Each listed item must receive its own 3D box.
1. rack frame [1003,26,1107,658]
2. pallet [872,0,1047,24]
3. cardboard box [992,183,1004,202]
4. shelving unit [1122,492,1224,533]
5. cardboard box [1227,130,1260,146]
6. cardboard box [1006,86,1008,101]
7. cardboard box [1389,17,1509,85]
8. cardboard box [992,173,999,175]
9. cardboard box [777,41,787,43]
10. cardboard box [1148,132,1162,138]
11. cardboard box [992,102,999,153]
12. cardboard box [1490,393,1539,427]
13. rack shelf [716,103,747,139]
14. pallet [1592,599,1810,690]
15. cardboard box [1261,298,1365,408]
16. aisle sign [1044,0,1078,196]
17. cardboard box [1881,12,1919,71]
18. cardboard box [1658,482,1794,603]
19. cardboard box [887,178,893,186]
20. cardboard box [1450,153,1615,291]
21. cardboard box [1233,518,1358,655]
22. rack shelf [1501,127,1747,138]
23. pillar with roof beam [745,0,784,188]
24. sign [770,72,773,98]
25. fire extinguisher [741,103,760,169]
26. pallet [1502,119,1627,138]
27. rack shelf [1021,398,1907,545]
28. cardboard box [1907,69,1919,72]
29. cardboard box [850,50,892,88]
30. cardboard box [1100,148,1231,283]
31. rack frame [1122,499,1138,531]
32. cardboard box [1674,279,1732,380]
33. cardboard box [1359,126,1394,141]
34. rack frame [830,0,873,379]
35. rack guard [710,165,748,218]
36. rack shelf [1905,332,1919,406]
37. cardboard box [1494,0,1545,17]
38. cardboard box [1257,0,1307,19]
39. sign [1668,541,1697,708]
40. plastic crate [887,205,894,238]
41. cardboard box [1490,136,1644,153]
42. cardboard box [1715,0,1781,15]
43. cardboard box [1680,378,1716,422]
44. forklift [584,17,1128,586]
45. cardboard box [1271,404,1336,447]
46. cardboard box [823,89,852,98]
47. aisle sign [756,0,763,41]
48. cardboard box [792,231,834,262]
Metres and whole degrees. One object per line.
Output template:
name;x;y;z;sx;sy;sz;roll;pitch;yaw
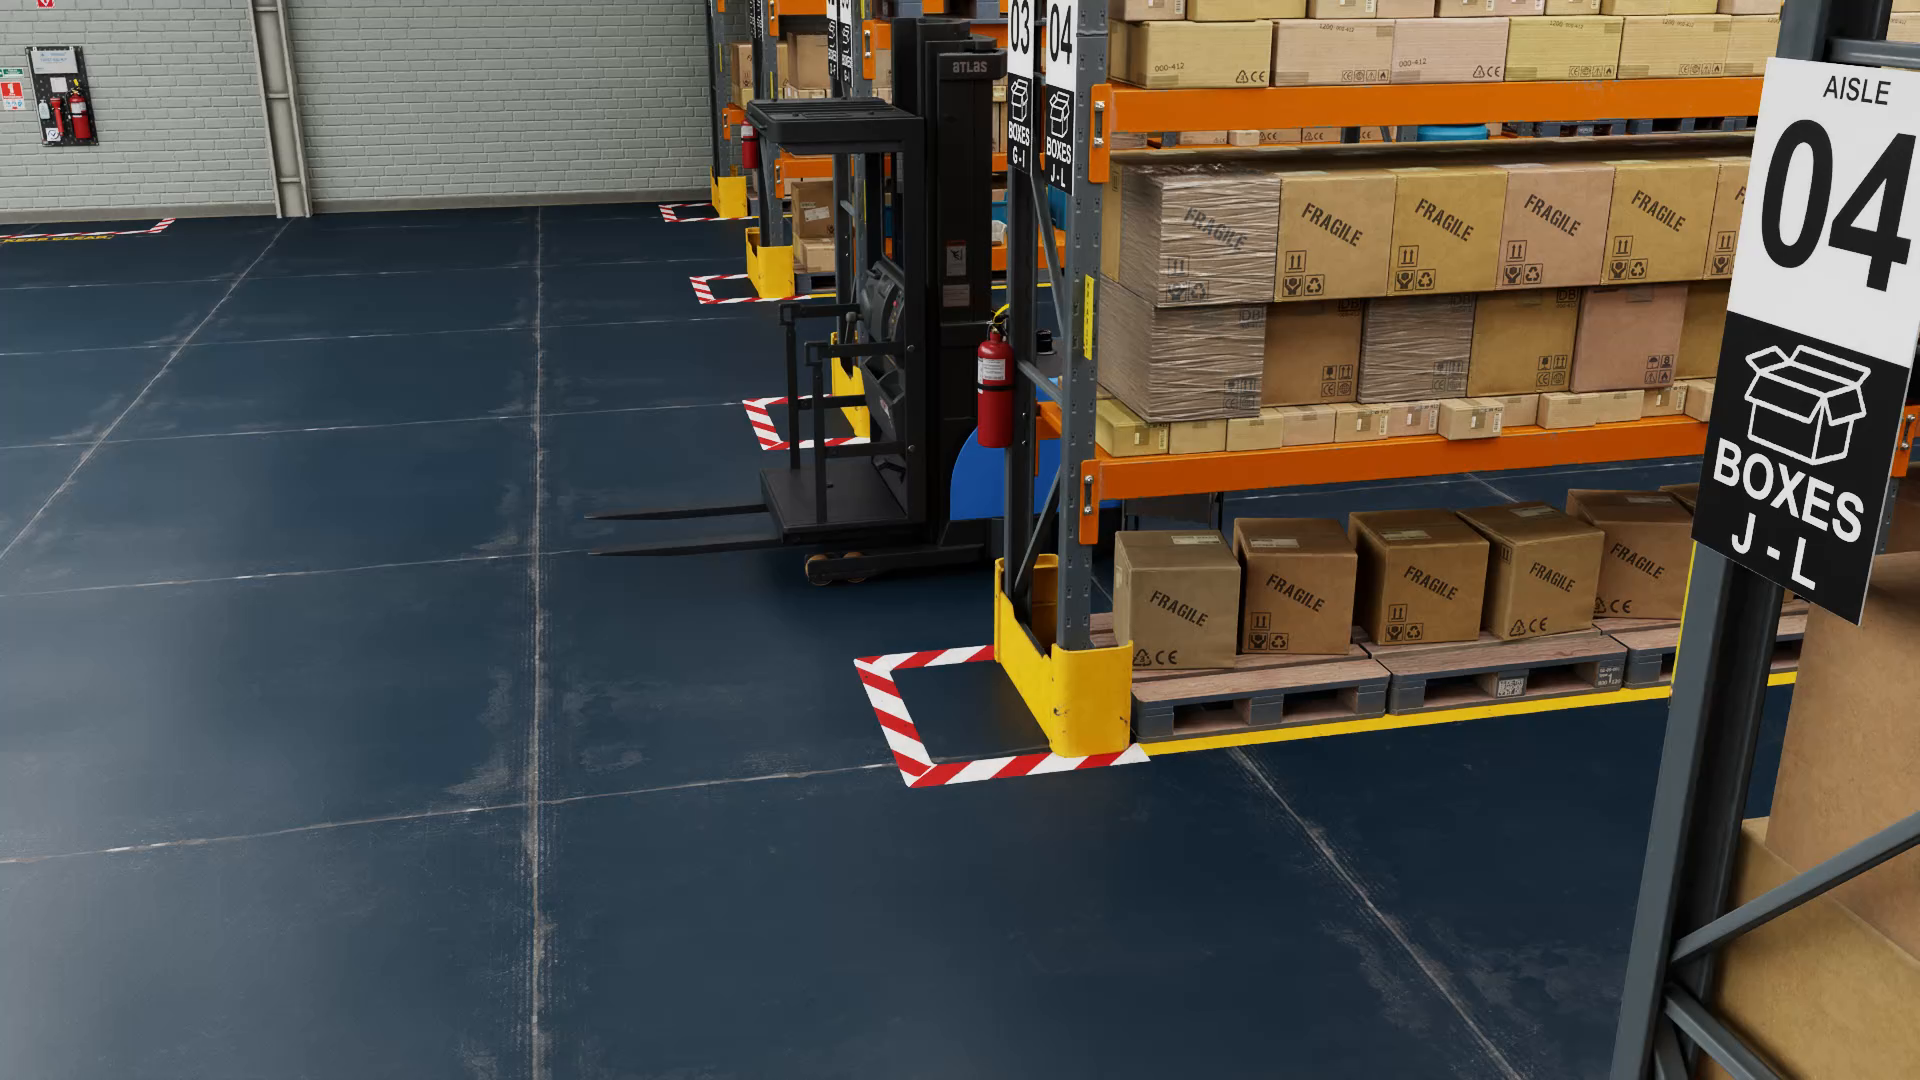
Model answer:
rack frame;0.385;-0.660;7.256;0.127;3.000;1.000;-5;21;-12
pallet;0.072;-3.671;11.388;1.213;0.211;1.003;-5;21;-12
cardboard box;0.142;-3.321;16.815;0.500;0.500;0.500;-5;21;-12
shelving unit;1.198;-0.850;9.082;0.503;2.100;0.431;6;21;16
cardboard box;2.911;-4.177;17.221;0.250;0.149;0.380;-5;21;-12
cardboard box;0.550;-4.451;16.517;0.250;0.149;0.380;-4;21;-11
cardboard box;1.896;-2.031;6.854;0.500;0.250;0.500;-5;21;-13
cardboard box;0.344;-4.775;21.968;0.250;0.166;0.380;-7;21;-20
cardboard box;-2.133;-6.070;21.124;0.500;0.500;0.500;-4;21;-12
cardboard box;2.504;-5.478;22.313;0.500;0.250;0.500;-5;21;-14
cardboard box;0.072;-4.180;16.718;0.500;0.500;0.700;-4;21;-11
cardboard box;2.412;-0.636;7.554;0.250;0.149;0.380;-5;21;-12
rack shelf;-1.089;-5.455;21.391;4.000;0.370;1.077;-5;21;-12
pallet;3.632;0.397;8.423;1.213;0.211;1.003;-5;21;-12
cardboard box;1.385;-0.961;7.499;0.500;0.500;0.875;-5;21;-12
aisle sign;0.393;-1.776;6.521;0.004;0.787;0.394;-5;21;-12
cardboard box;3.894;-2.191;7.293;0.500;0.250;0.500;-4;20;-10
cardboard box;3.879;0.018;8.428;0.500;0.500;0.500;-5;21;-14
cardboard box;-0.468;-3.461;17.198;0.500;0.500;0.500;-5;21;-12
cardboard box;2.442;-1.388;7.210;0.500;0.500;0.500;-5;21;-12
cardboard box;1.570;0.214;7.894;0.500;0.500;0.500;1;20;2
rack shelf;7.840;-4.430;18.594;4.000;0.370;1.077;-5;21;-12
pillar with roof beam;-1.562;-7.355;16.811;0.400;9.000;9.100;-5;21;-12
sign;-1.769;-4.234;15.638;0.005;0.325;0.100;-5;21;-12
fire extinguisher;-2.113;-4.086;16.721;0.183;0.674;0.296;-5;21;-12
pallet;6.537;-4.597;18.281;1.003;0.211;1.213;-5;21;-12
rack shelf;2.331;-0.481;7.812;4.000;0.370;1.077;-5;21;-12
cardboard box;1.673;-0.666;2.521;0.250;0.149;0.380;-5;21;-13
cardboard box;-0.872;-4.713;16.288;0.500;0.500;0.700;-5;21;-14
cardboard box;0.863;-1.443;7.360;0.500;0.500;0.500;-5;21;-12
rack frame;0.965;-0.875;9.150;0.015;2.100;0.400;6;21;16
cardboard box;3.330;-1.121;7.935;0.500;0.500;0.875;-5;21;-12
cardboard box;4.265;-4.518;17.643;0.500;0.500;0.500;-6;21;-15
rack frame;-0.755;-2.318;11.782;0.127;3.000;1.000;-5;21;-12
rack guard;-2.961;-4.467;21.281;0.348;0.500;1.175;-5;21;-12
rack shelf;3.374;-0.221;2.742;4.000;0.370;1.077;-5;21;-12
cardboard box;2.211;-2.257;6.892;0.250;0.149;0.380;-5;21;-13
cardboard box;1.198;-2.179;6.680;0.250;0.149;0.380;-5;21;-13
sign;1.316;0.170;2.961;0.005;0.325;0.100;-5;21;-12
plastic crate;-0.337;-2.388;12.189;0.616;0.251;0.499;-5;21;-12
cardboard box;2.808;-1.603;7.798;0.500;0.500;0.500;-5;21;-12
cardboard box;3.259;-2.310;7.037;0.250;0.149;0.380;-5;21;-14
cardboard box;3.415;-0.670;7.648;0.250;0.149;0.380;-5;21;-12
forklift;-0.612;-1.325;9.171;3.031;2.935;1.130;-5;21;-13
cardboard box;1.450;-0.540;7.293;0.250;0.149;0.380;-5;21;-12
cardboard box;-1.204;-4.309;16.128;0.250;0.149;0.380;-5;21;-14
aisle sign;-1.885;-5.089;15.568;0.004;0.787;0.394;-5;21;-12
cardboard box;-1.437;-3.024;17.096;0.500;0.250;0.500;-5;21;-12
